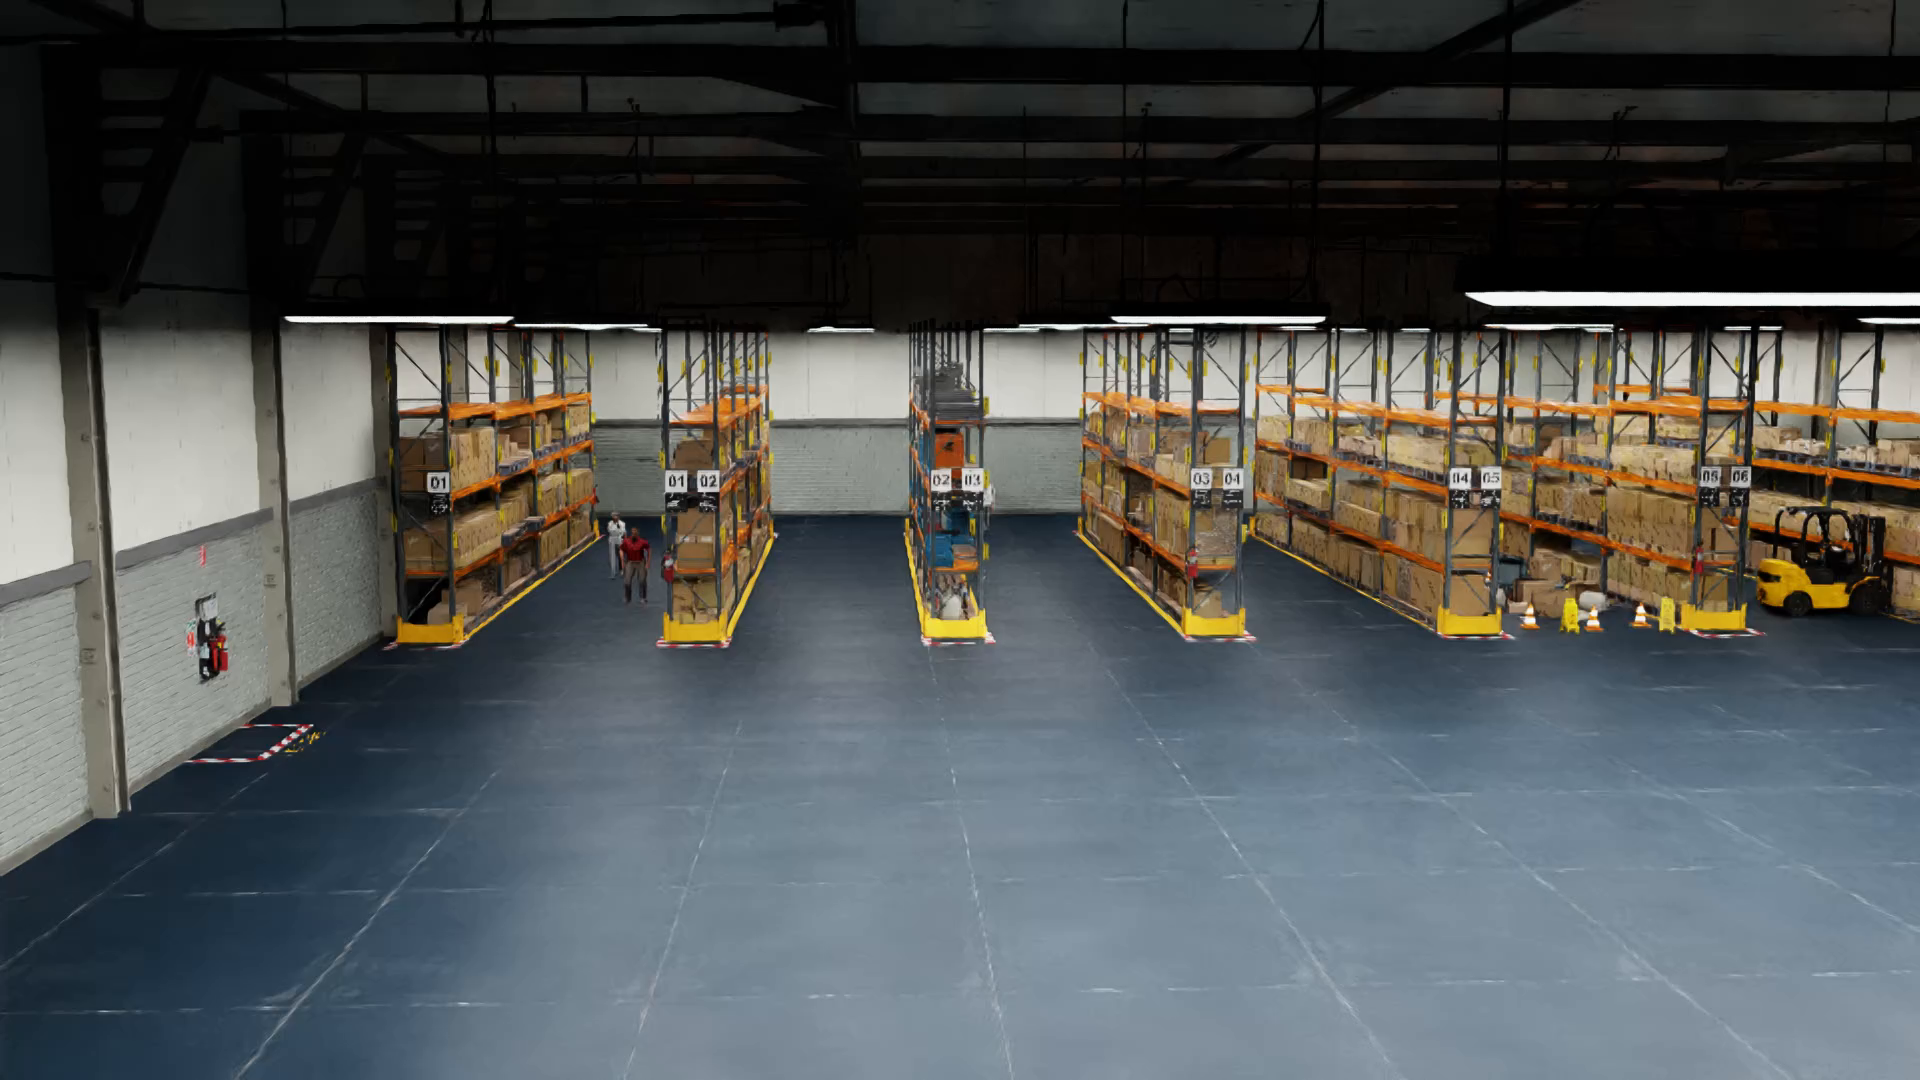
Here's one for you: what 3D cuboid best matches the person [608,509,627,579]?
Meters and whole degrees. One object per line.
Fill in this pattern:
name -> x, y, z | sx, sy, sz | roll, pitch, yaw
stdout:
person -> -8.077, 0.060, 39.203 | 0.463, 1.601, 0.998 | -1, 7, -4

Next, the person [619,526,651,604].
person -> -6.916, 0.530, 35.397 | 0.666, 1.676, 0.535 | -1, 7, -5

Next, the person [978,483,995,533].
person -> 0.746, -1.074, 48.131 | 0.542, 1.700, 1.119 | -1, 7, -5
